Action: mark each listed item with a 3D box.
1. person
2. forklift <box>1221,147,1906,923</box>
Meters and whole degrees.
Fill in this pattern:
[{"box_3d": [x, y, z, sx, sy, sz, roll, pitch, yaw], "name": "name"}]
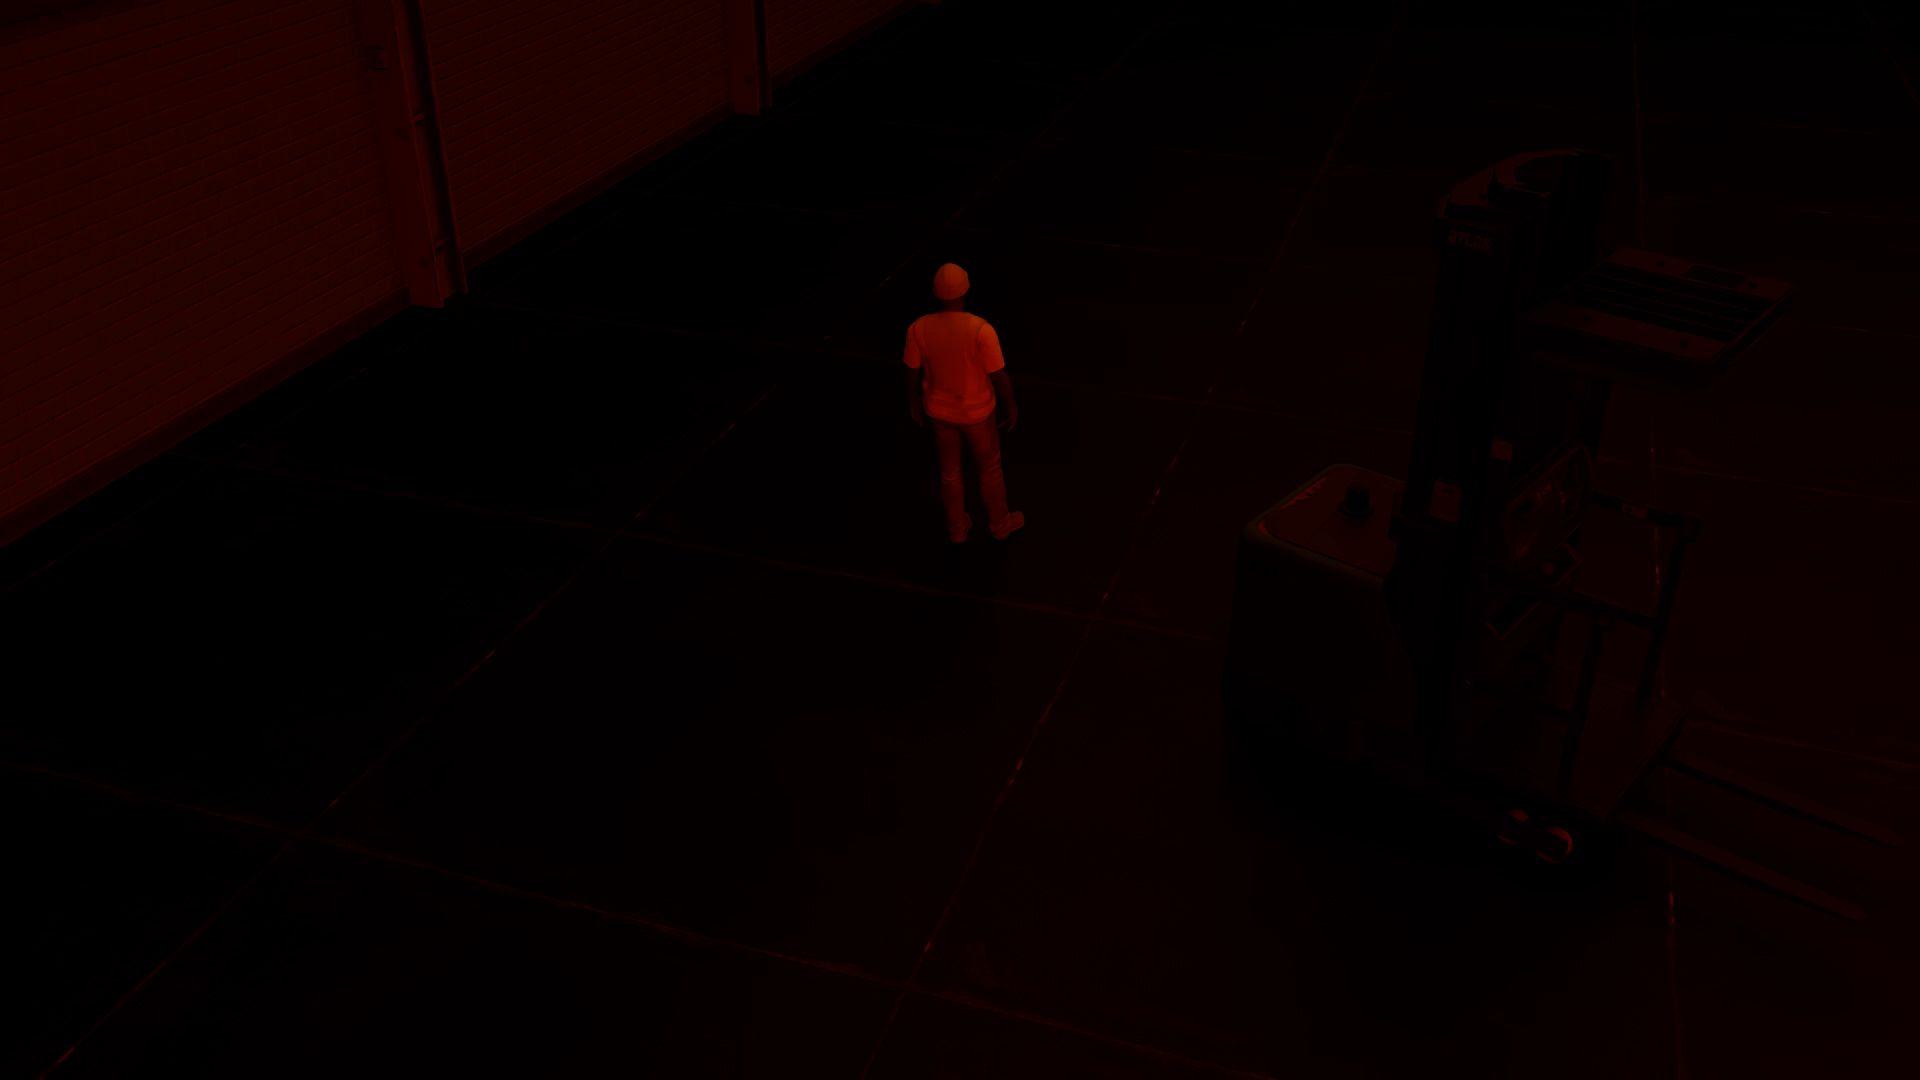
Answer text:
[{"box_3d": [0.028, -0.805, 9.711, 0.665, 1.768, 0.575, 10, 31, 16], "name": "person"}, {"box_3d": [2.791, -0.109, 7.328, 3.031, 2.935, 1.130, 23, 37, 34], "name": "forklift"}]
